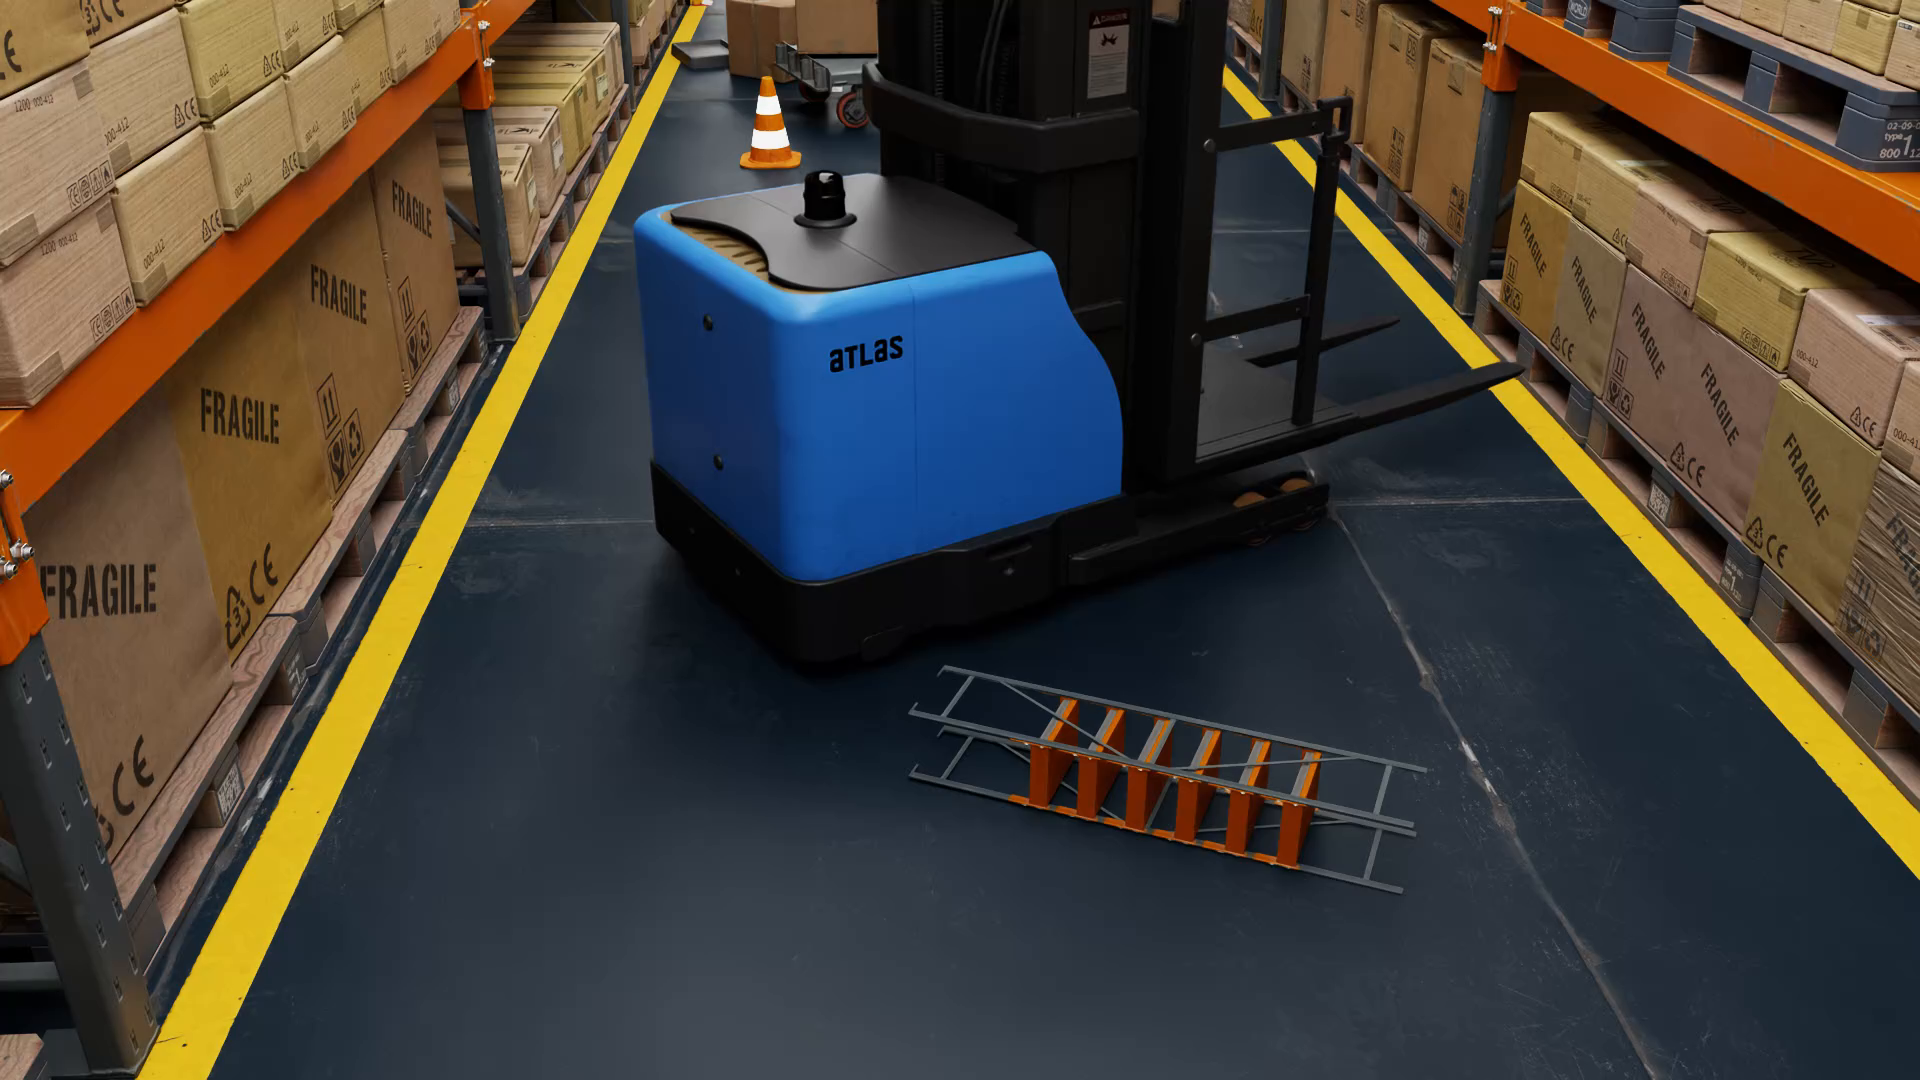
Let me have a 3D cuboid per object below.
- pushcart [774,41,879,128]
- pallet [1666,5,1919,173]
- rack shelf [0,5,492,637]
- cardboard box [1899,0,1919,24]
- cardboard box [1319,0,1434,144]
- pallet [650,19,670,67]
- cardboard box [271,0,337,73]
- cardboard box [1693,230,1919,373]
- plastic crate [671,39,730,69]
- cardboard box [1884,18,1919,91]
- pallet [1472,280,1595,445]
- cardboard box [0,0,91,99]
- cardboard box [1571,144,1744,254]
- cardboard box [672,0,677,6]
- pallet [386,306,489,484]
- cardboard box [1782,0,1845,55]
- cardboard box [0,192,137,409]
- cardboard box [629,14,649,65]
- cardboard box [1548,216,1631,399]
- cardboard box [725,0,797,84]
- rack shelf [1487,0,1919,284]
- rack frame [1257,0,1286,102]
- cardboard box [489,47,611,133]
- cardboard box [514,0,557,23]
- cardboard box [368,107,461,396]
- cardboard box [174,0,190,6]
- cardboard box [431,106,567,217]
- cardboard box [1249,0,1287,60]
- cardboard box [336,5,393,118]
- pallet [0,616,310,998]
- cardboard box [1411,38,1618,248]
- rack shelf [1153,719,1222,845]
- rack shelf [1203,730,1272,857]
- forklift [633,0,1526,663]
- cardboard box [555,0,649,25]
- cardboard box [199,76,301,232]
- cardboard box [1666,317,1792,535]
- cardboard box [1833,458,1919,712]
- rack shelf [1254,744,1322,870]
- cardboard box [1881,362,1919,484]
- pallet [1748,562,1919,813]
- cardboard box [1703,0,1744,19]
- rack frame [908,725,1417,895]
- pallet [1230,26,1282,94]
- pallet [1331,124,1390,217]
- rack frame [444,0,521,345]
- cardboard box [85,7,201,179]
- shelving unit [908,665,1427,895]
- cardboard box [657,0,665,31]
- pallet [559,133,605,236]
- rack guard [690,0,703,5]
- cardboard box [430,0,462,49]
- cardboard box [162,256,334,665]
[{"bbox_3d":[-0.249,-2.908,10.418,1.648,0.377,0.936,-11,30,-20],"label":"pushcart"},{"bbox_3d":[2.768,-1.314,4.733,1.003,0.211,1.213,-1,28,-3],"label":"pallet"},{"bbox_3d":[-2.210,-0.903,4.516,1.077,0.370,4.000,-1,28,-3],"label":"rack shelf"},{"bbox_3d":[2.559,-1.333,4.058,0.380,0.149,0.250,-3,28,-5],"label":"cardboard box"},{"bbox_3d":[2.584,-2.618,9.004,1.050,0.750,0.750,-1,28,-3],"label":"cardboard box"},{"bbox_3d":[-2.660,-3.631,11.983,1.003,0.211,1.213,-1,28,-3],"label":"pallet"},{"bbox_3d":[-1.930,-1.371,4.257,0.500,0.250,0.500,-2,28,-4],"label":"cardboard box"},{"bbox_3d":[2.486,-0.694,4.776,0.500,0.250,0.500,-3,28,-5],"label":"cardboard box"},{"bbox_3d":[-1.786,-3.443,11.766,0.402,0.080,0.583,-11,30,-20],"label":"plastic crate"},{"bbox_3d":[2.556,-1.197,4.120,0.380,0.149,0.250,-3,28,-5],"label":"cardboard box"},{"bbox_3d":[2.663,-0.715,6.392,1.003,0.211,1.213,-1,28,-3],"label":"pallet"},{"bbox_3d":[-1.841,-0.996,2.727,0.500,0.500,0.500,-1,28,-2],"label":"cardboard box"},{"bbox_3d":[2.444,-1.164,5.676,0.500,0.250,0.500,-2,28,-3],"label":"cardboard box"},{"bbox_3d":[-2.402,-4.201,12.580,0.500,0.250,0.500,-1,28,-2],"label":"cardboard box"},{"bbox_3d":[-2.349,-0.543,6.064,1.003,0.211,1.213,-1,28,-3],"label":"pallet"},{"bbox_3d":[2.529,-1.443,4.590,0.380,0.149,0.250,-2,28,-4],"label":"cardboard box"},{"bbox_3d":[-1.865,-0.442,3.015,0.500,0.250,0.500,-2,28,-4],"label":"cardboard box"},{"bbox_3d":[-2.284,-3.239,10.736,0.500,0.250,0.500,-3,28,-5],"label":"cardboard box"},{"bbox_3d":[2.435,-0.825,5.837,0.500,0.500,0.500,-1,28,-2],"label":"cardboard box"},{"bbox_3d":[-1.220,-3.413,11.251,0.500,0.500,0.500,19,33,32],"label":"cardboard box"},{"bbox_3d":[2.728,-1.069,4.835,1.077,0.370,4.000,-1,28,-3],"label":"rack shelf"},{"bbox_3d":[2.415,-4.159,9.981,1.000,3.000,0.127,-1,28,-3],"label":"rack frame"},{"bbox_3d":[-2.452,-2.440,9.072,0.950,0.372,0.625,0,28,1],"label":"cardboard box"},{"bbox_3d":[-2.822,-3.559,10.539,0.500,0.500,0.500,-2,28,-3],"label":"cardboard box"},{"bbox_3d":[-2.361,-1.069,5.899,0.875,0.875,0.875,-2,28,-3],"label":"cardboard box"},{"bbox_3d":[-1.919,-1.462,3.621,0.500,0.500,0.500,-2,28,-4],"label":"cardboard box"},{"bbox_3d":[-2.381,-1.769,7.785,0.950,0.372,0.625,-2,28,-4],"label":"cardboard box"},{"bbox_3d":[2.452,-3.695,10.935,0.875,0.875,0.875,-1,28,-2],"label":"cardboard box"},{"bbox_3d":[-1.976,-1.384,4.821,0.500,0.250,0.500,-2,28,-3],"label":"cardboard box"},{"bbox_3d":[-2.221,0.583,3.903,1.003,0.211,1.213,-1,28,-3],"label":"pallet"},{"bbox_3d":[2.682,-1.784,7.406,1.050,0.750,0.750,-2,28,-3],"label":"cardboard box"},{"bbox_3d":[0.545,0.570,3.947,0.103,0.180,0.258,11,29,19],"label":"rack shelf"},{"bbox_3d":[0.657,0.591,3.908,0.103,0.180,0.258,11,29,19],"label":"rack shelf"},{"bbox_3d":[0.573,-1.469,4.898,3.031,2.935,1.130,-17,32,-29],"label":"forklift"},{"bbox_3d":[-2.284,-3.572,10.562,0.500,0.500,0.500,0,28,0],"label":"cardboard box"},{"bbox_3d":[-1.904,-0.918,3.928,0.500,0.250,0.500,-2,28,-3],"label":"cardboard box"},{"bbox_3d":[2.493,-0.352,4.931,0.500,0.500,0.500,-2,28,-4],"label":"cardboard box"},{"bbox_3d":[2.542,0.122,4.022,0.500,0.500,0.500,-2,28,-4],"label":"cardboard box"},{"bbox_3d":[0.769,0.611,3.870,0.103,0.180,0.258,11,29,19],"label":"rack shelf"},{"bbox_3d":[2.541,-0.213,3.853,0.500,0.250,0.500,-2,28,-4],"label":"cardboard box"},{"bbox_3d":[2.790,0.412,4.231,1.003,0.211,1.213,-1,28,-3],"label":"pallet"},{"bbox_3d":[2.506,-1.679,5.044,0.380,0.149,0.250,-1,28,-1],"label":"cardboard box"},{"bbox_3d":[0.475,0.637,4.014,1.200,0.006,0.240,11,29,19],"label":"rack frame"},{"bbox_3d":[2.453,-3.276,11.303,1.003,0.211,1.213,-1,28,-3],"label":"pallet"},{"bbox_3d":[2.597,-2.004,8.863,1.003,0.211,1.213,-1,28,-3],"label":"pallet"},{"bbox_3d":[-2.314,-2.146,6.120,1.000,3.000,0.127,-1,28,-3],"label":"rack frame"},{"bbox_3d":[-1.902,-0.904,3.361,0.500,0.250,0.500,-1,28,-2],"label":"cardboard box"},{"bbox_3d":[0.475,0.556,3.971,1.200,0.189,0.258,11,29,19],"label":"shelving unit"},{"bbox_3d":[-2.354,-3.730,11.678,0.500,0.250,0.500,-2,28,-3],"label":"cardboard box"},{"bbox_3d":[-2.414,-1.832,8.535,1.003,0.211,1.213,-1,28,-3],"label":"pallet"},{"bbox_3d":[-2.728,-4.697,13.715,1.175,0.500,0.348,-1,28,-3],"label":"rack guard"},{"bbox_3d":[-2.029,-1.852,5.719,0.500,0.250,0.500,-2,28,-4],"label":"cardboard box"},{"bbox_3d":[-2.273,-0.244,4.318,0.875,0.875,0.875,-1,28,-1],"label":"cardboard box"}]
